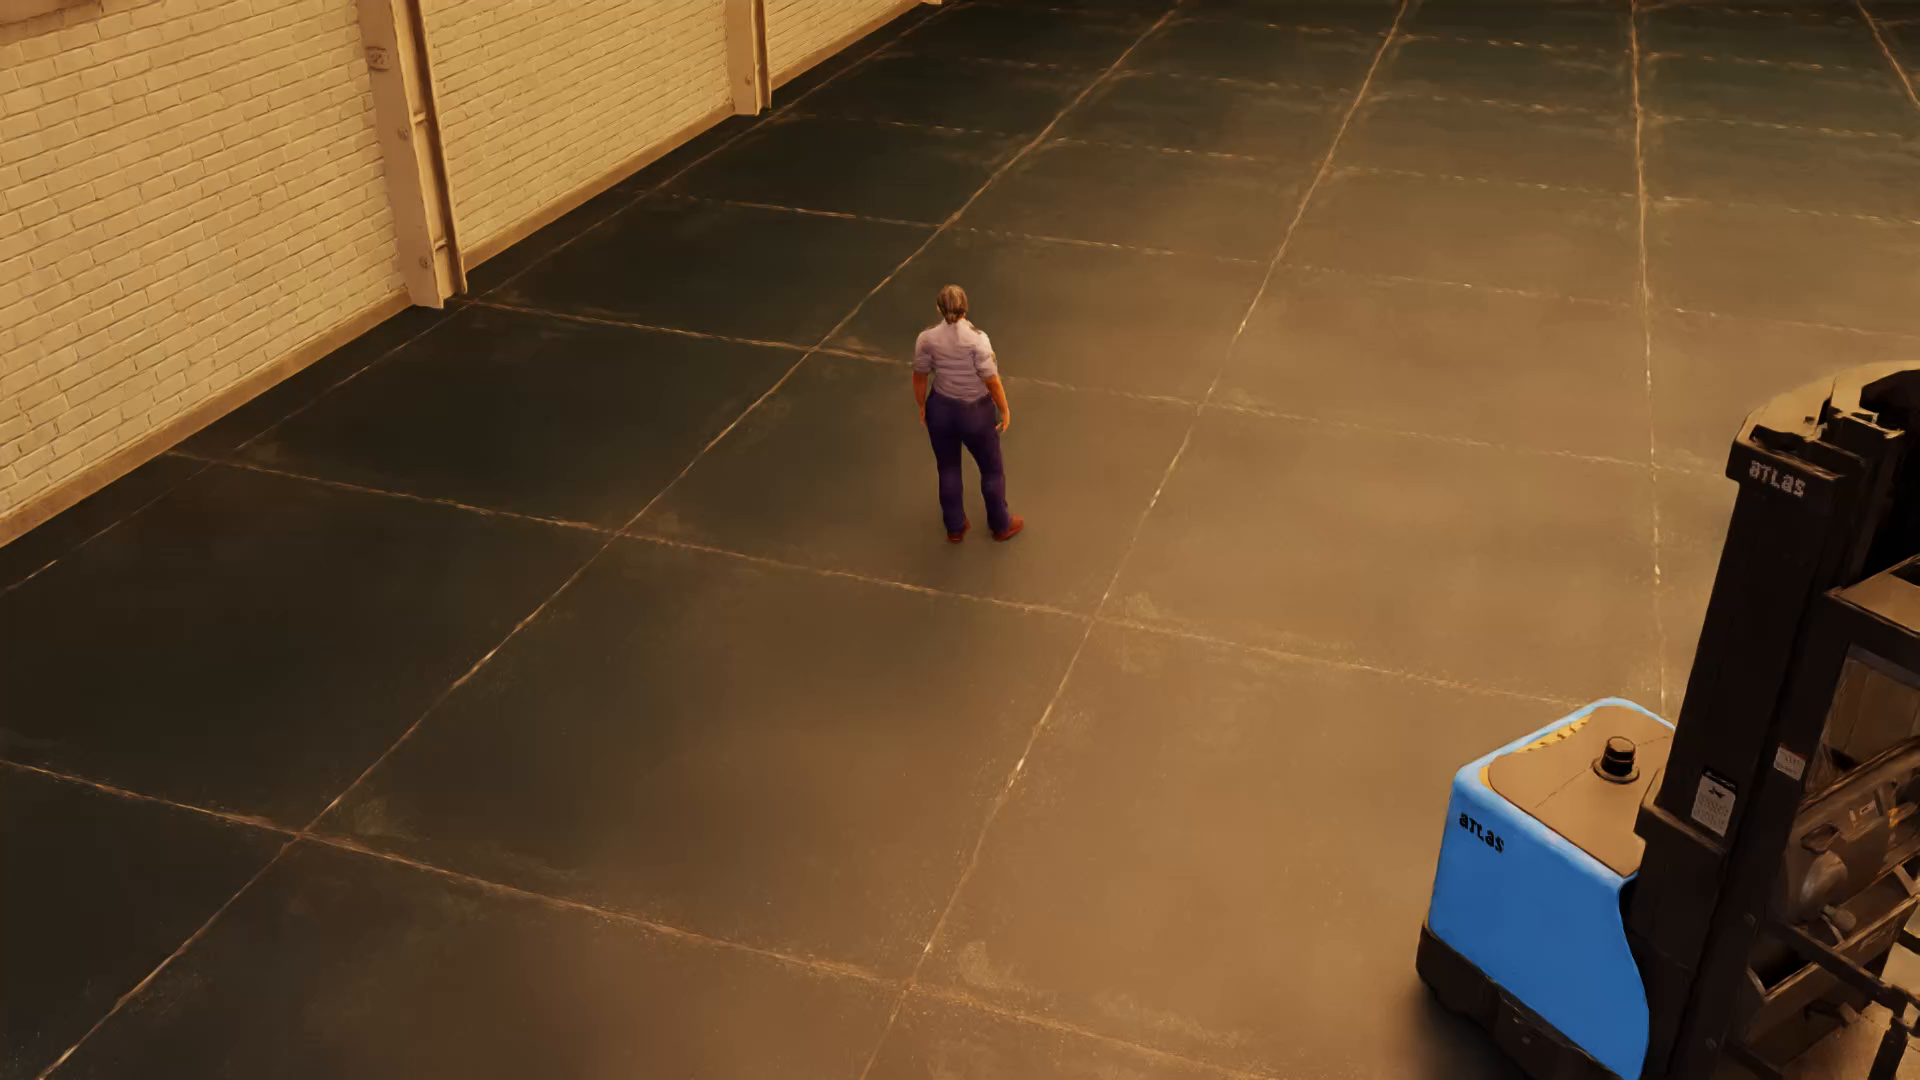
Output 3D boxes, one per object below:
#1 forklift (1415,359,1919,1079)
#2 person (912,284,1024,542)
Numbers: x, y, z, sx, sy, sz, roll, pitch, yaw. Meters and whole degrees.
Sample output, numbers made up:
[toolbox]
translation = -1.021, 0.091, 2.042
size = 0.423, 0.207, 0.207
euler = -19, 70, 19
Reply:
[forklift]
translation = 3.111, 1.022, 5.343
size = 1.130, 2.935, 3.031
euler = -18, 34, -29
[person]
translation = 0.051, -0.757, 9.754
size = 0.599, 1.642, 0.502
euler = 10, 31, 16
